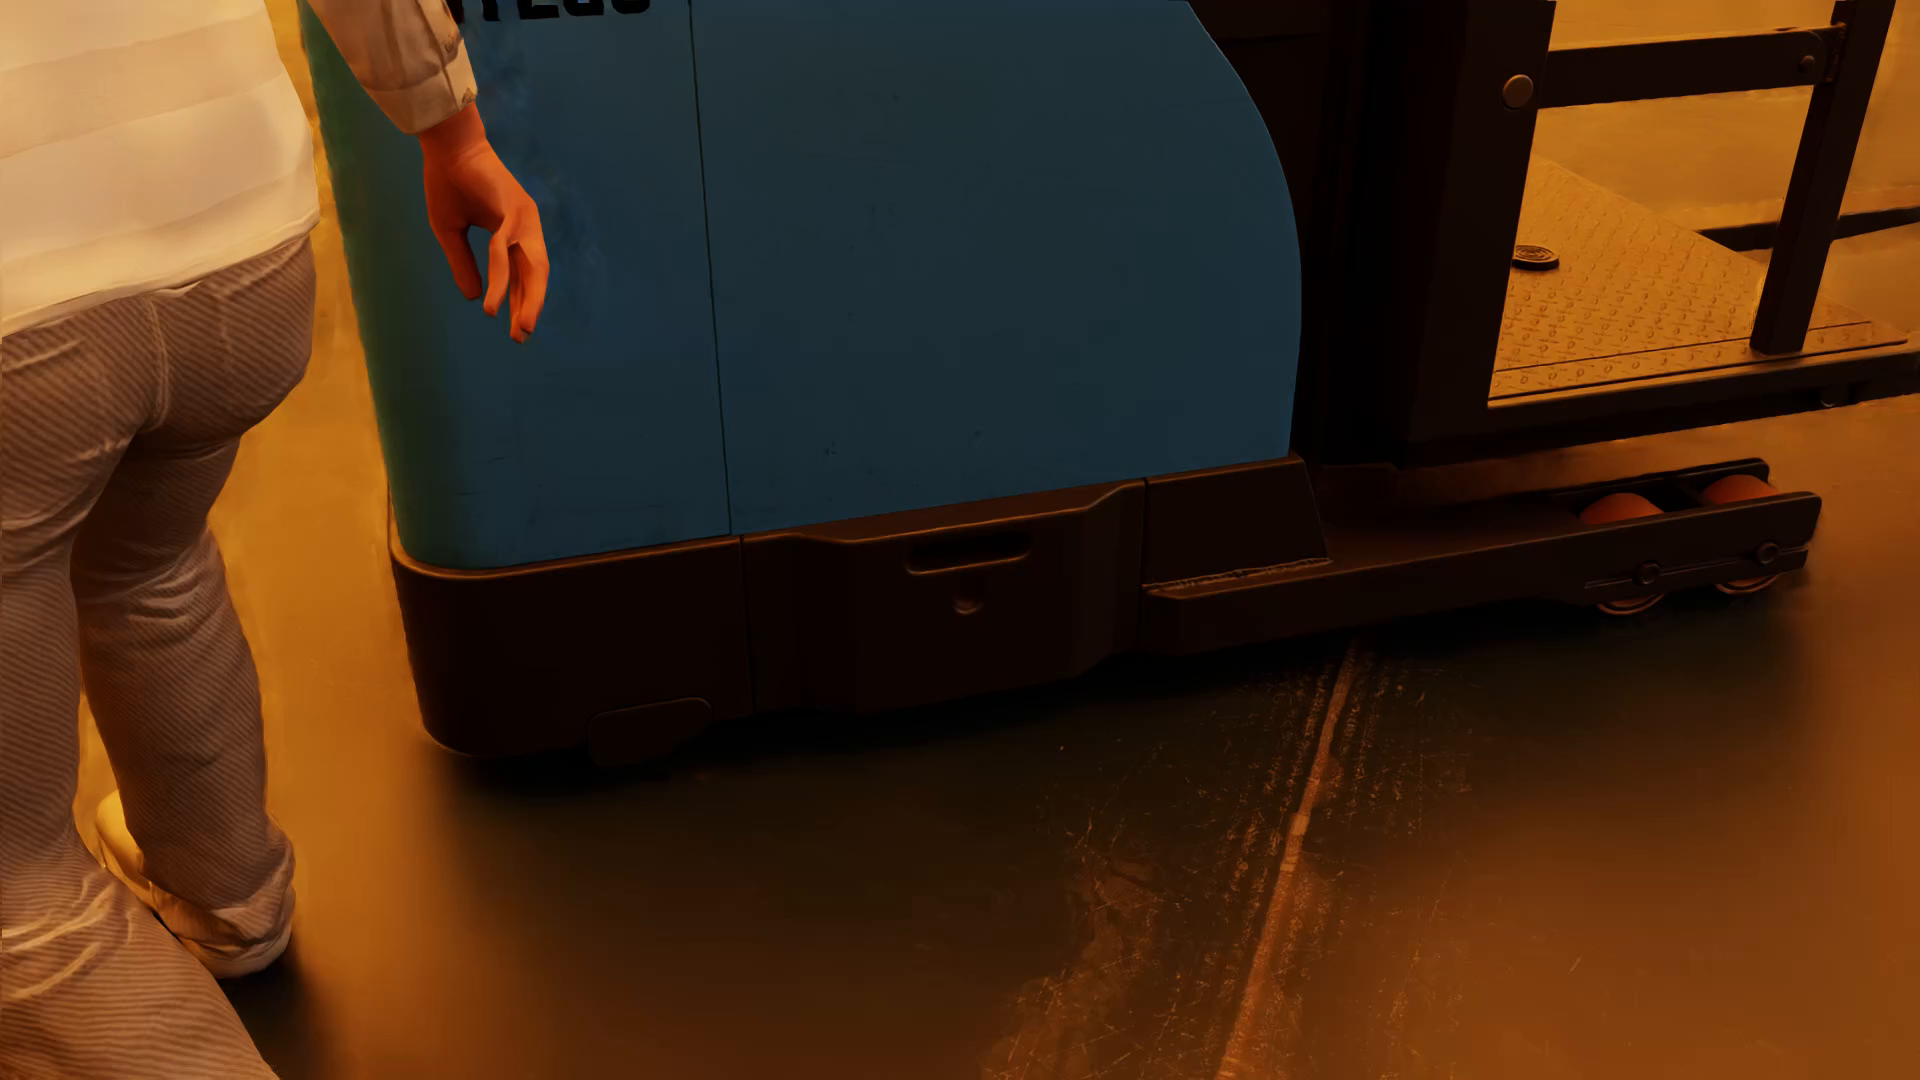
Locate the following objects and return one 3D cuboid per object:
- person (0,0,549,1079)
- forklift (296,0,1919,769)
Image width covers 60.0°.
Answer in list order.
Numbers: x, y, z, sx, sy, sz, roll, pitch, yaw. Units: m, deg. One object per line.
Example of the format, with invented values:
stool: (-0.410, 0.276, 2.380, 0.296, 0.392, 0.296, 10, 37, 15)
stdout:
person: (-0.679, -0.228, 1.183, 0.762, 1.717, 0.703, 15, 33, 25)
forklift: (0.692, -1.411, 2.018, 3.031, 2.935, 1.130, -8, 31, -14)
